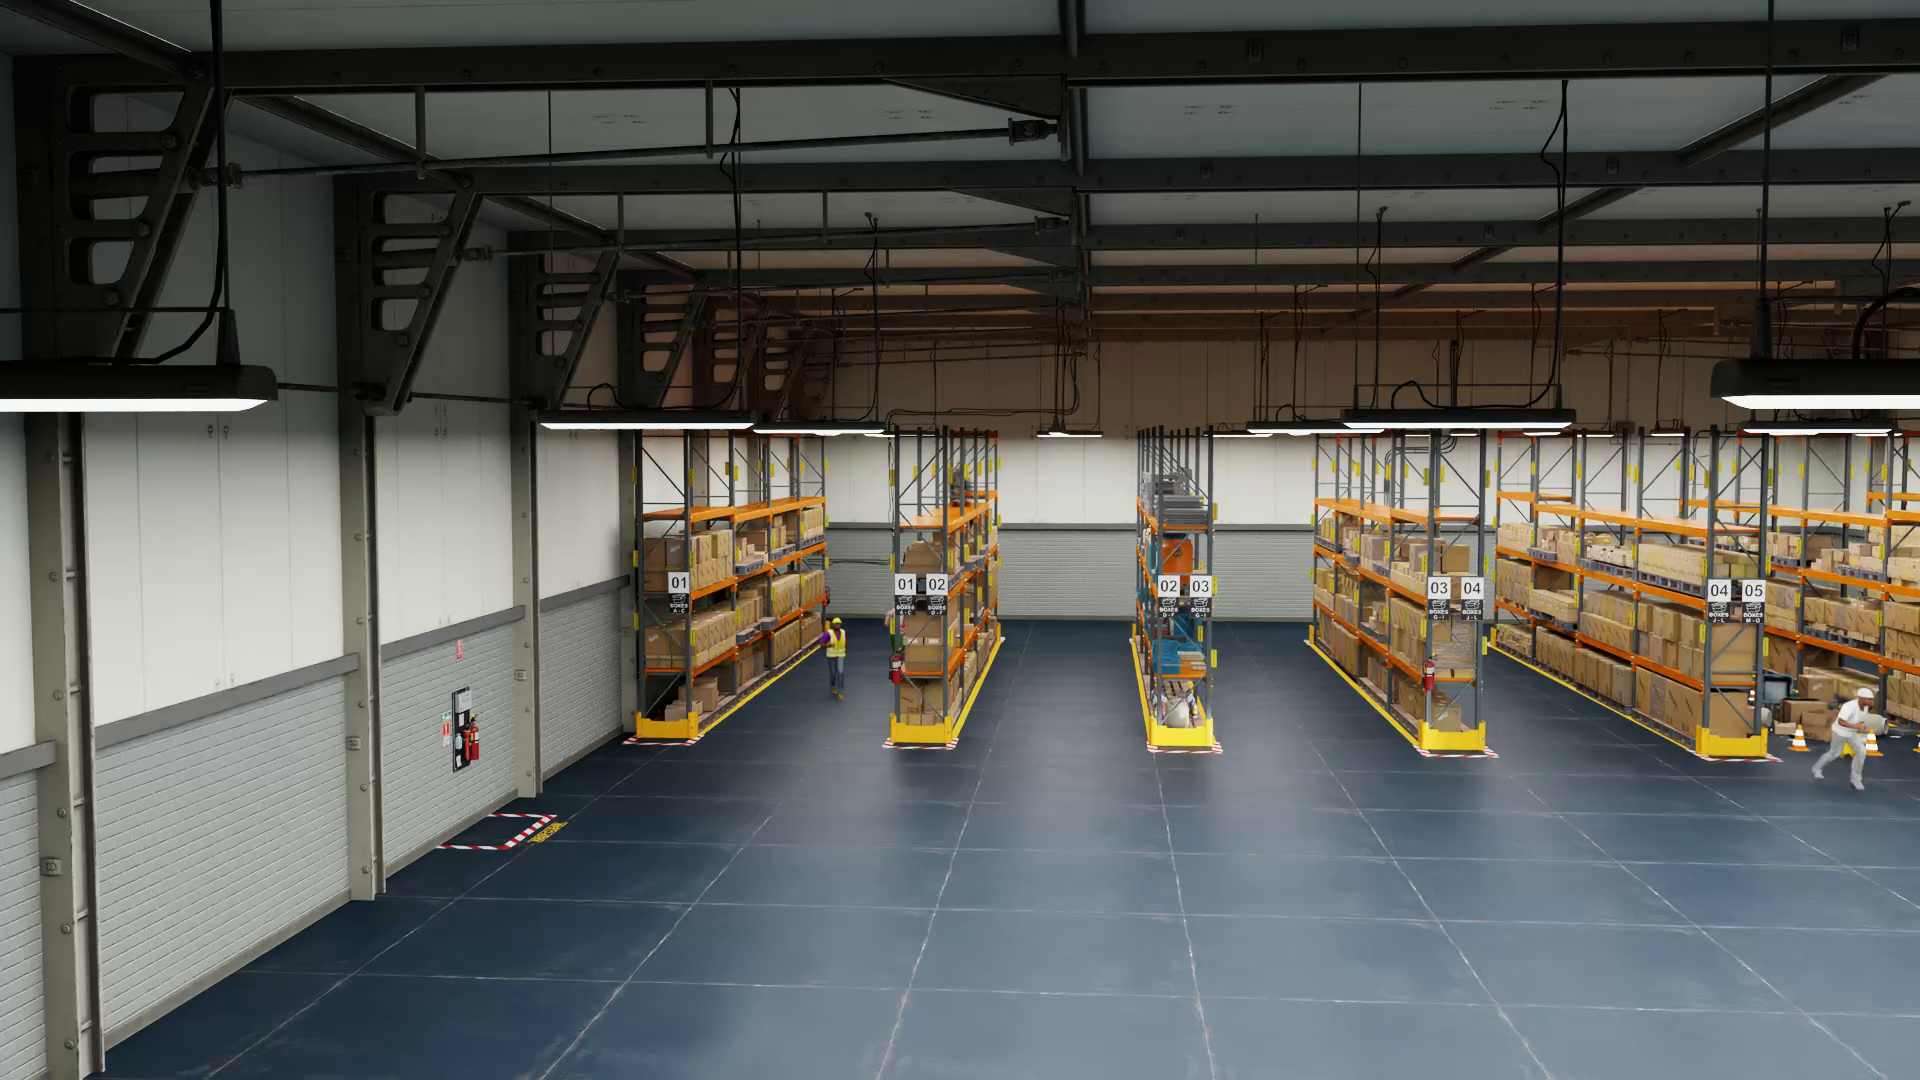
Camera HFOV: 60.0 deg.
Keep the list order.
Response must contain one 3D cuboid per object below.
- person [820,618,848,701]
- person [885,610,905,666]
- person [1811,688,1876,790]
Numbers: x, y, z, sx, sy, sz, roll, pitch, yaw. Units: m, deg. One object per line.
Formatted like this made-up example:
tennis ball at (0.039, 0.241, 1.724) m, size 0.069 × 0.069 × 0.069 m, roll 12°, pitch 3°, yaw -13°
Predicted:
person at (-2.780, 2.623, 36.900) m, size 0.670 × 1.806 × 0.869 m, roll -1°, pitch 4°, yaw -15°
person at (-1.530, 2.333, 41.185) m, size 0.664 × 1.772 × 1.000 m, roll 0°, pitch 3°, yaw 2°
person at (14.626, 3.262, 27.522) m, size 0.747 × 1.715 × 1.039 m, roll -2°, pitch 4°, yaw -31°
